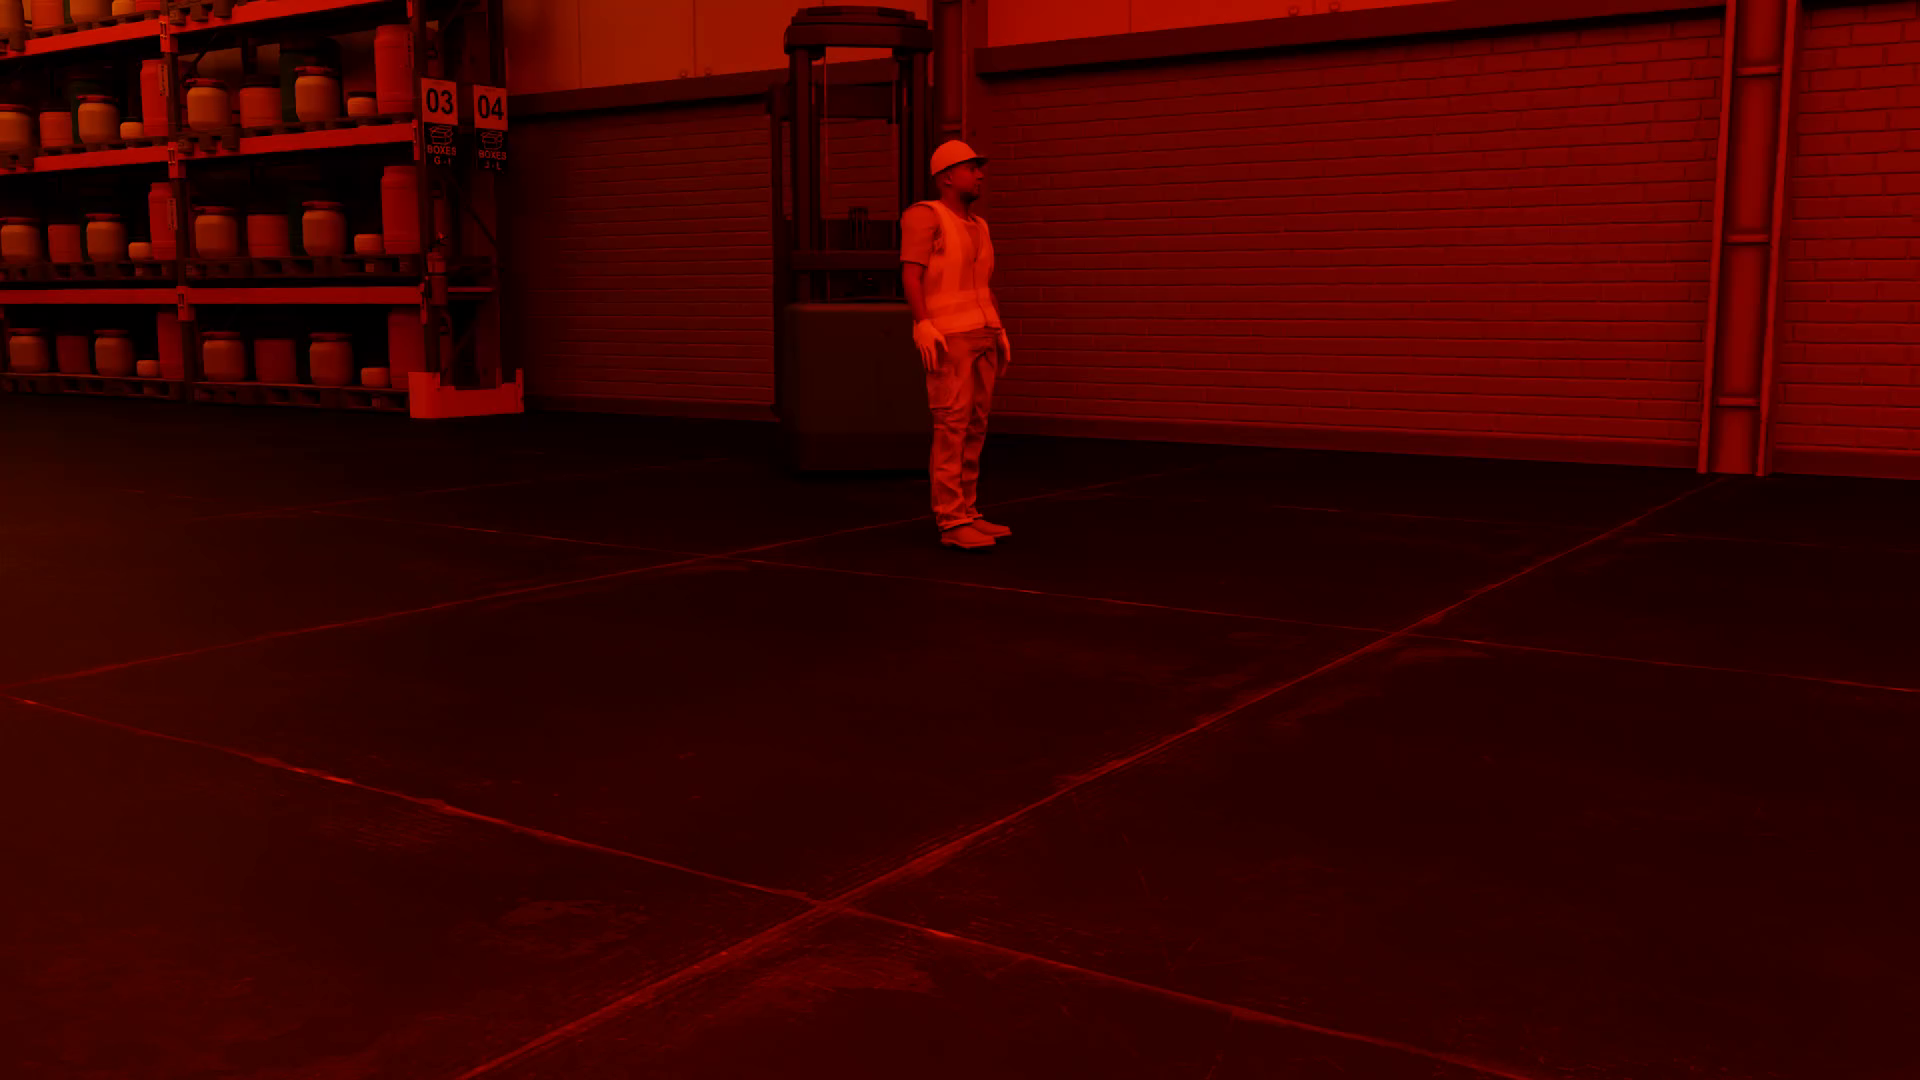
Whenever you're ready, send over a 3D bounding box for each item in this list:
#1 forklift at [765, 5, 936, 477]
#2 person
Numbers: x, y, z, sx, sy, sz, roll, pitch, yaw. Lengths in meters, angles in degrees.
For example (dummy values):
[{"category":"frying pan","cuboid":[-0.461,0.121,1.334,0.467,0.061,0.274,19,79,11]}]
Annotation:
[{"category":"forklift","cuboid":[-0.748,-2.015,11.360,1.130,2.935,3.031,-1,8,-10]},{"category":"person","cuboid":[0.055,-0.884,7.430,0.575,1.785,0.657,5,10,34]}]
